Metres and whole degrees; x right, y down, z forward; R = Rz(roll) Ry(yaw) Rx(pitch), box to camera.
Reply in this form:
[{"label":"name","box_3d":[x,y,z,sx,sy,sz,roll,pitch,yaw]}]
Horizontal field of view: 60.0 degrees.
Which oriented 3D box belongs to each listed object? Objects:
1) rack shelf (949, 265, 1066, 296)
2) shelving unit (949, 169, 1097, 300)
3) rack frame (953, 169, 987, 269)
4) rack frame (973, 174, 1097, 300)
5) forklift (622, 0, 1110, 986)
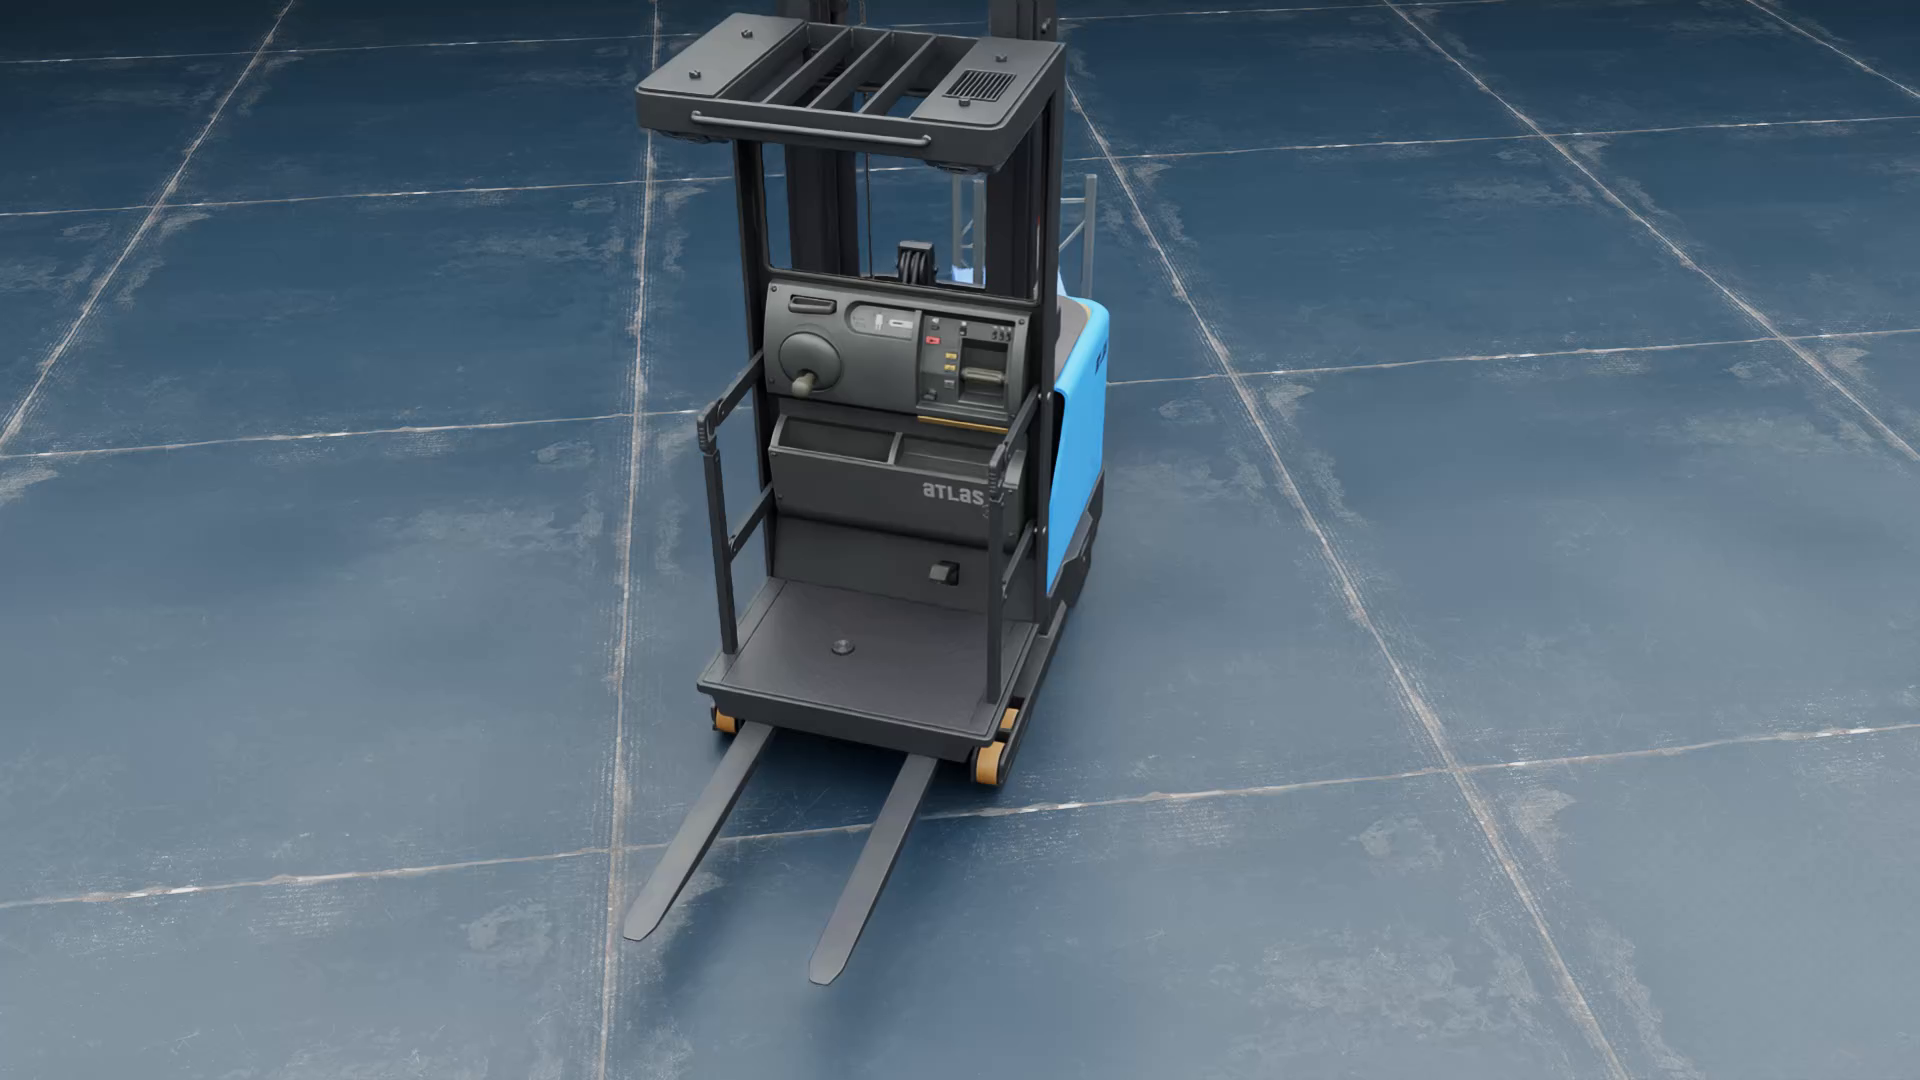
[{"label":"rack shelf","box_3d":[0.261,-0.984,7.682,0.538,0.185,1.000,-3,34,-4]},{"label":"shelving unit","box_3d":[0.261,-1.133,7.581,0.538,1.500,1.048,-3,34,-4]},{"label":"rack frame","box_3d":[0.216,-1.418,7.999,0.500,1.500,0.032,-3,34,-4]},{"label":"rack frame","box_3d":[0.306,-0.848,7.162,0.500,1.500,0.032,-3,34,-4]},{"label":"forklift","box_3d":[-0.283,-0.580,5.498,1.130,2.935,3.031,9,35,14]}]
